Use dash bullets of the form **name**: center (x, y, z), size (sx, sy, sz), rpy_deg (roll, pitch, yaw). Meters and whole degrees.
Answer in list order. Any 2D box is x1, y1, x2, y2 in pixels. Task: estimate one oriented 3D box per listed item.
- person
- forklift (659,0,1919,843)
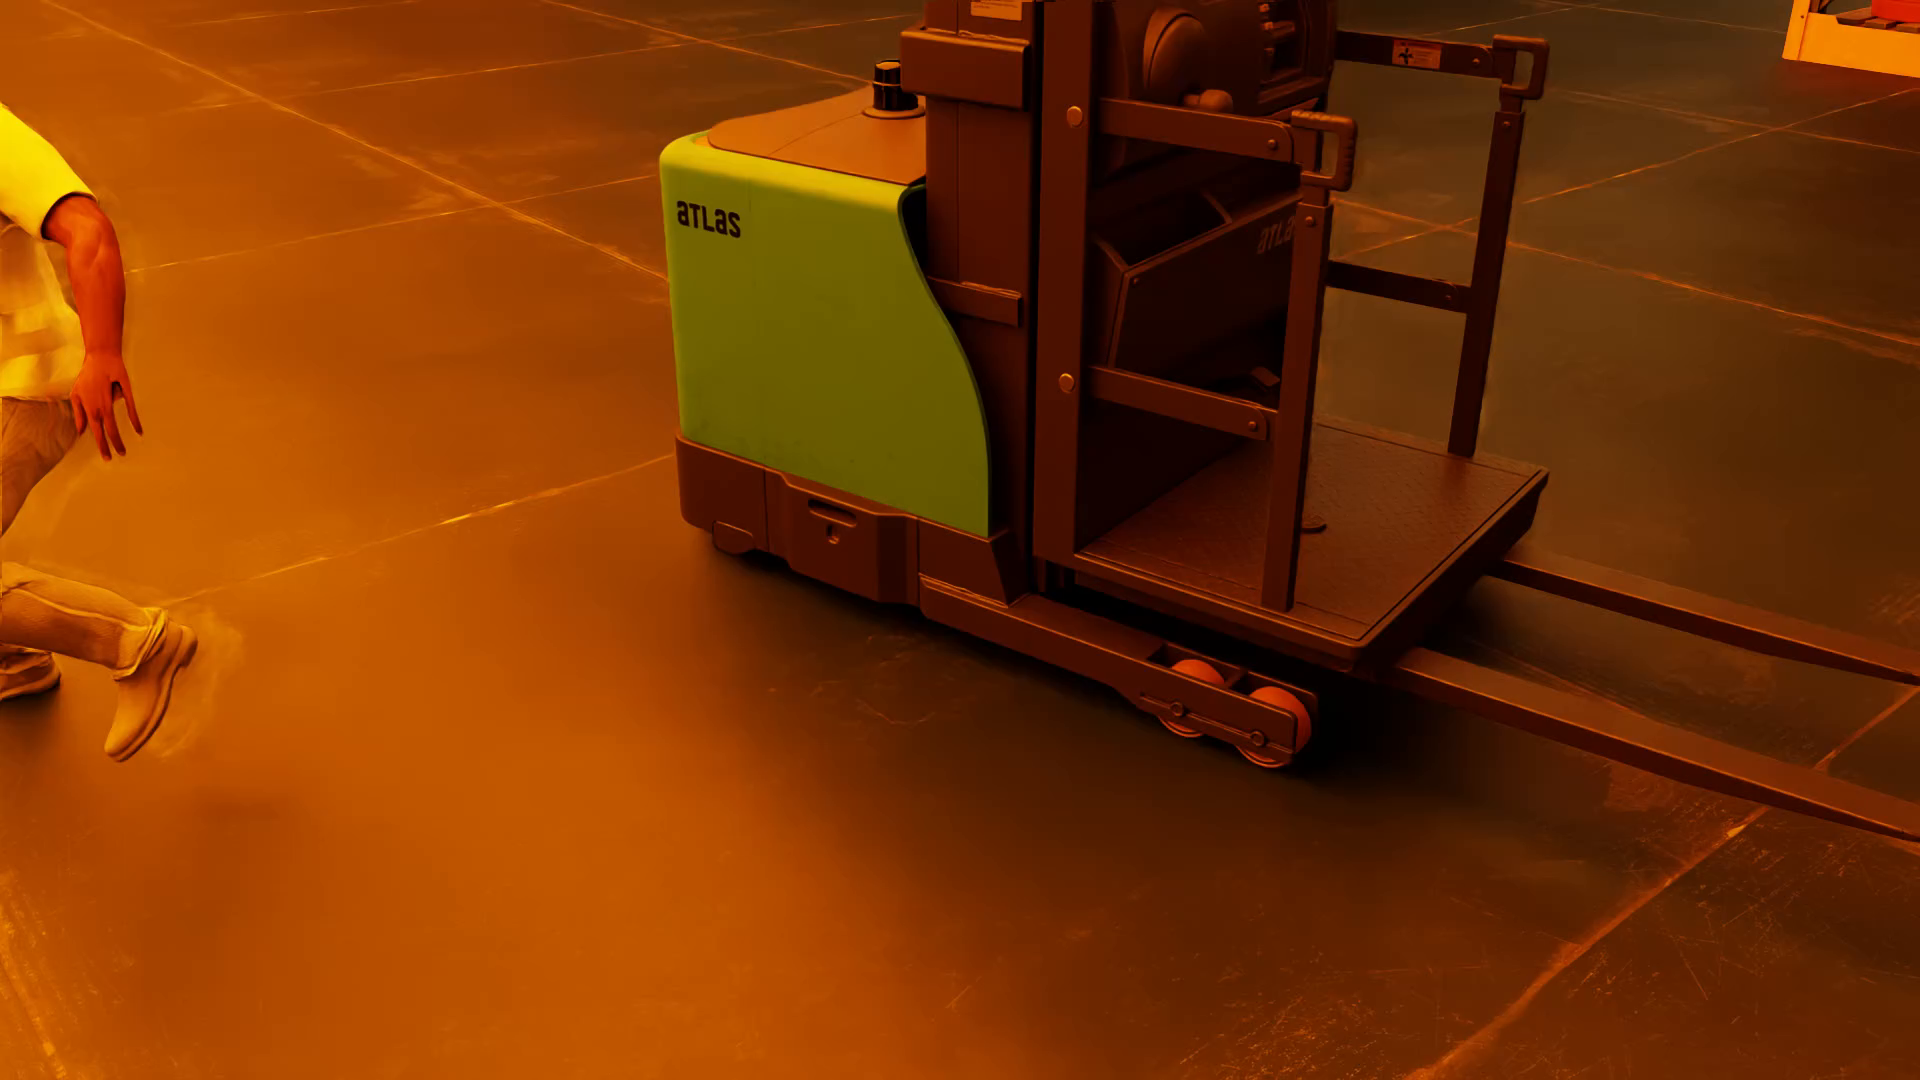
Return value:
- **person**: center (-2.035, -0.320, 3.344), size (1.039, 1.646, 0.524), rpy_deg (23, 34, 38)
- **forklift**: center (0.733, -1.099, 3.418), size (3.031, 2.935, 1.130), rpy_deg (18, 32, 32)
